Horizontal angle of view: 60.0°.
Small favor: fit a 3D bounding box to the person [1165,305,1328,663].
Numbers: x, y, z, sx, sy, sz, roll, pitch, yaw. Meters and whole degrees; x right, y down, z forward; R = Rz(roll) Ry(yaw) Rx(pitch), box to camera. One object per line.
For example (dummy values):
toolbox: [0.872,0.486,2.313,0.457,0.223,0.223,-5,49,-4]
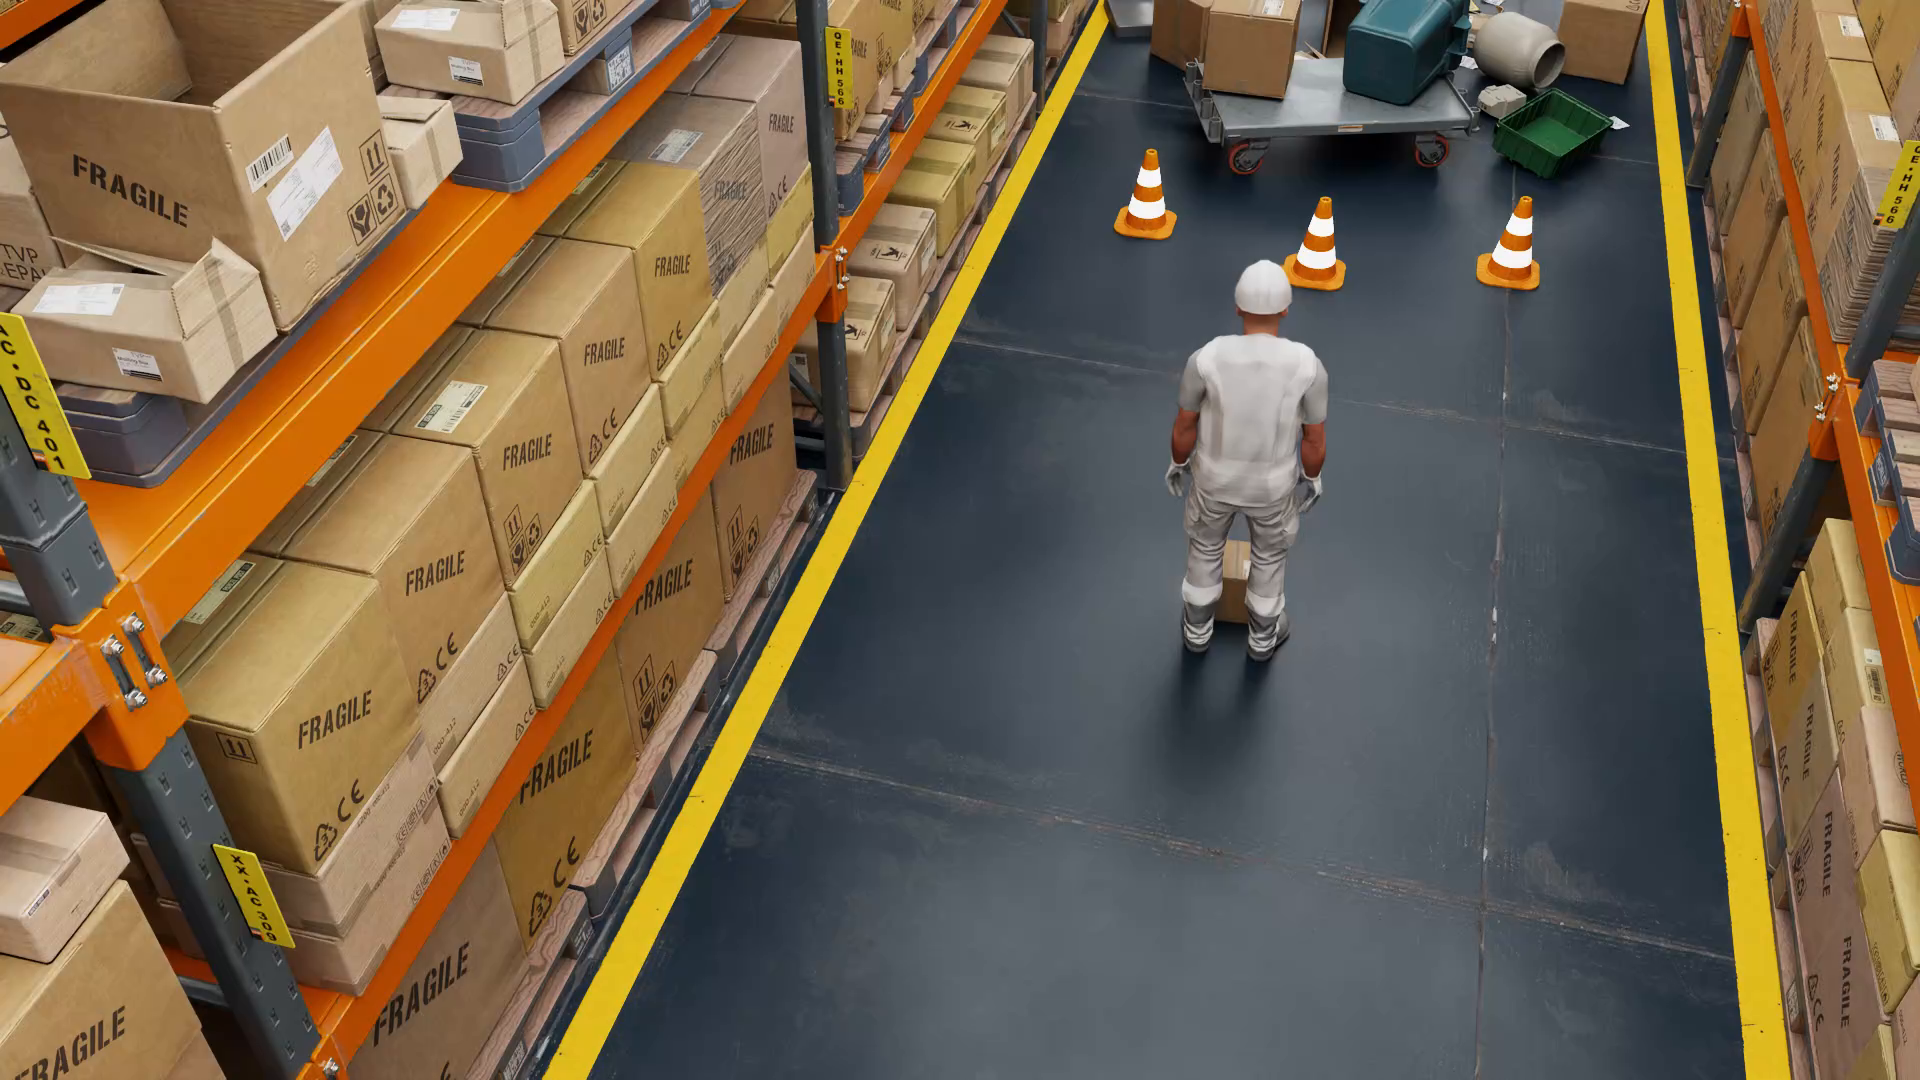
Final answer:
person: [15.296,-3.428,10.176,26.189,1.731,16.159,8,41,9]
